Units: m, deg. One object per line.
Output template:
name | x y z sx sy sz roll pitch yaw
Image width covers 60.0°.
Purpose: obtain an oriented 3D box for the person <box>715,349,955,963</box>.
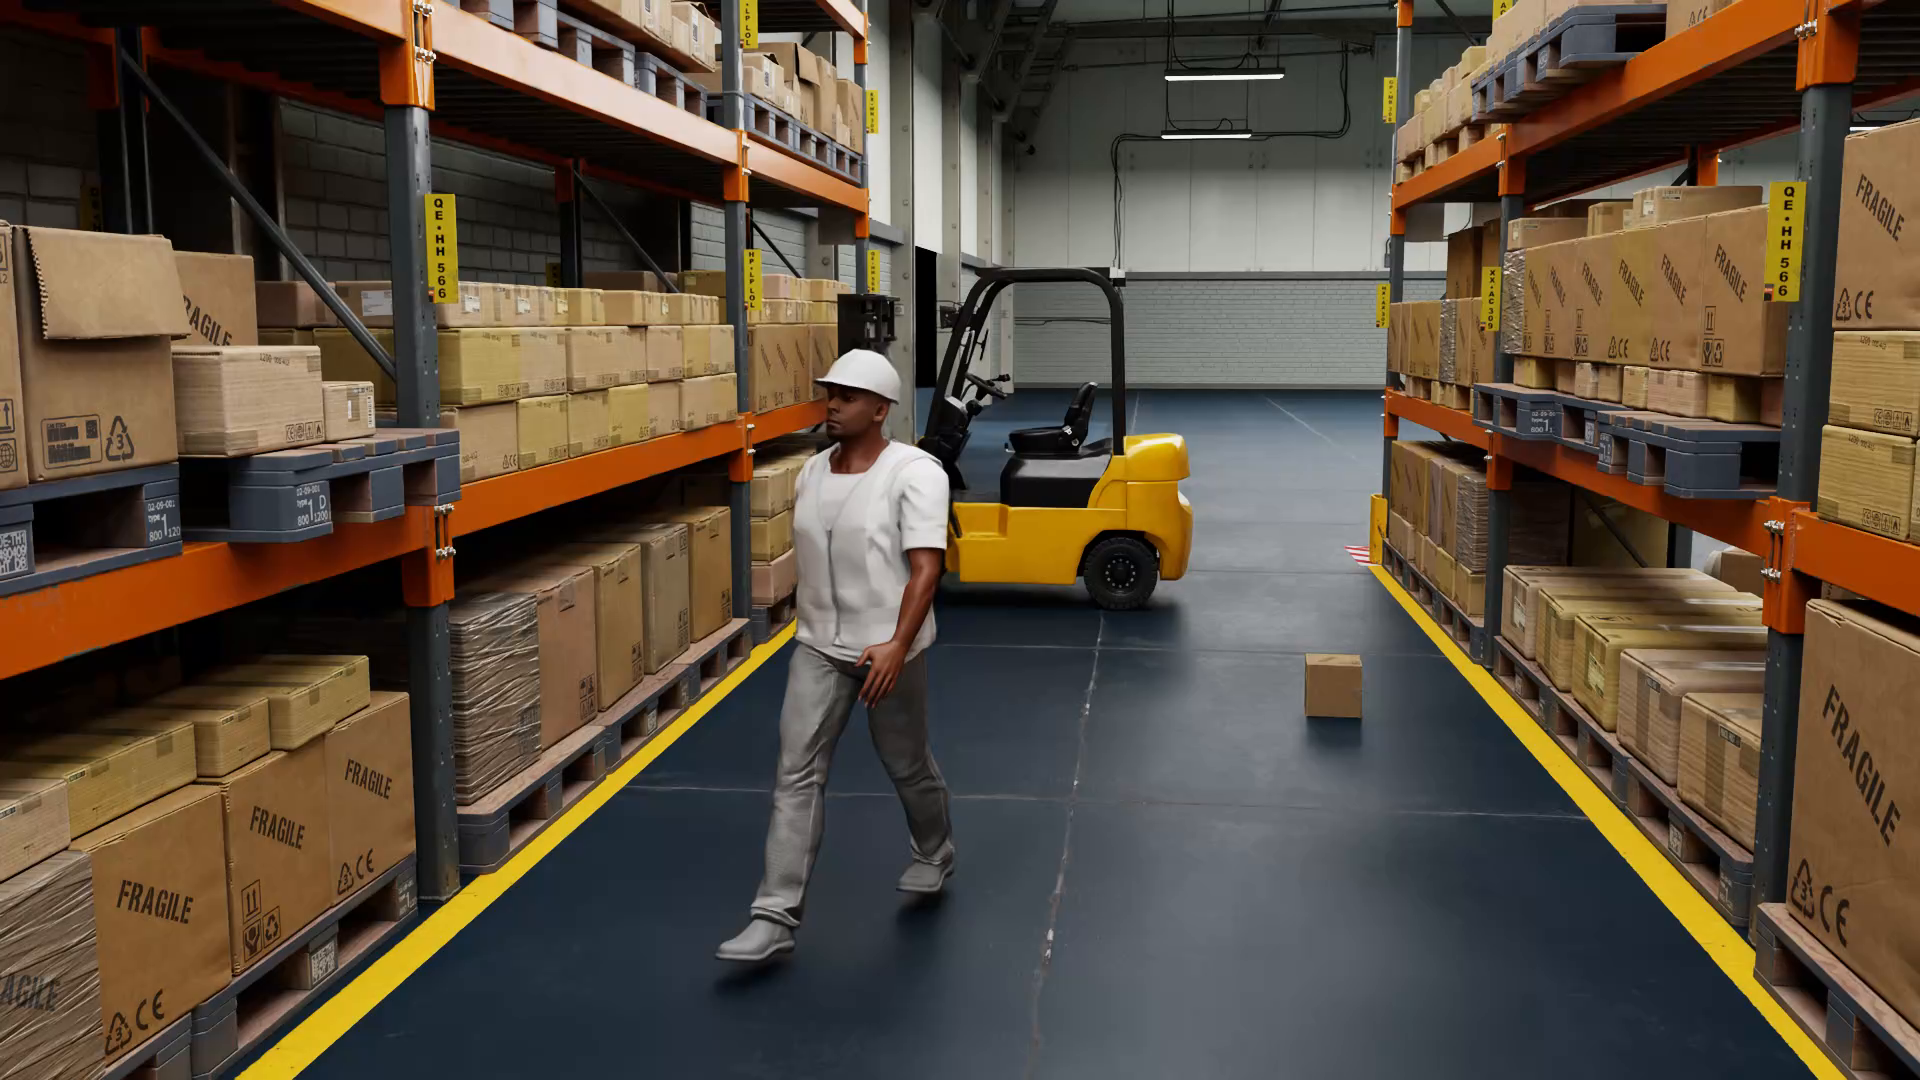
person | -0.318 0.307 4.841 0.563 1.712 1.049 4 8 26
